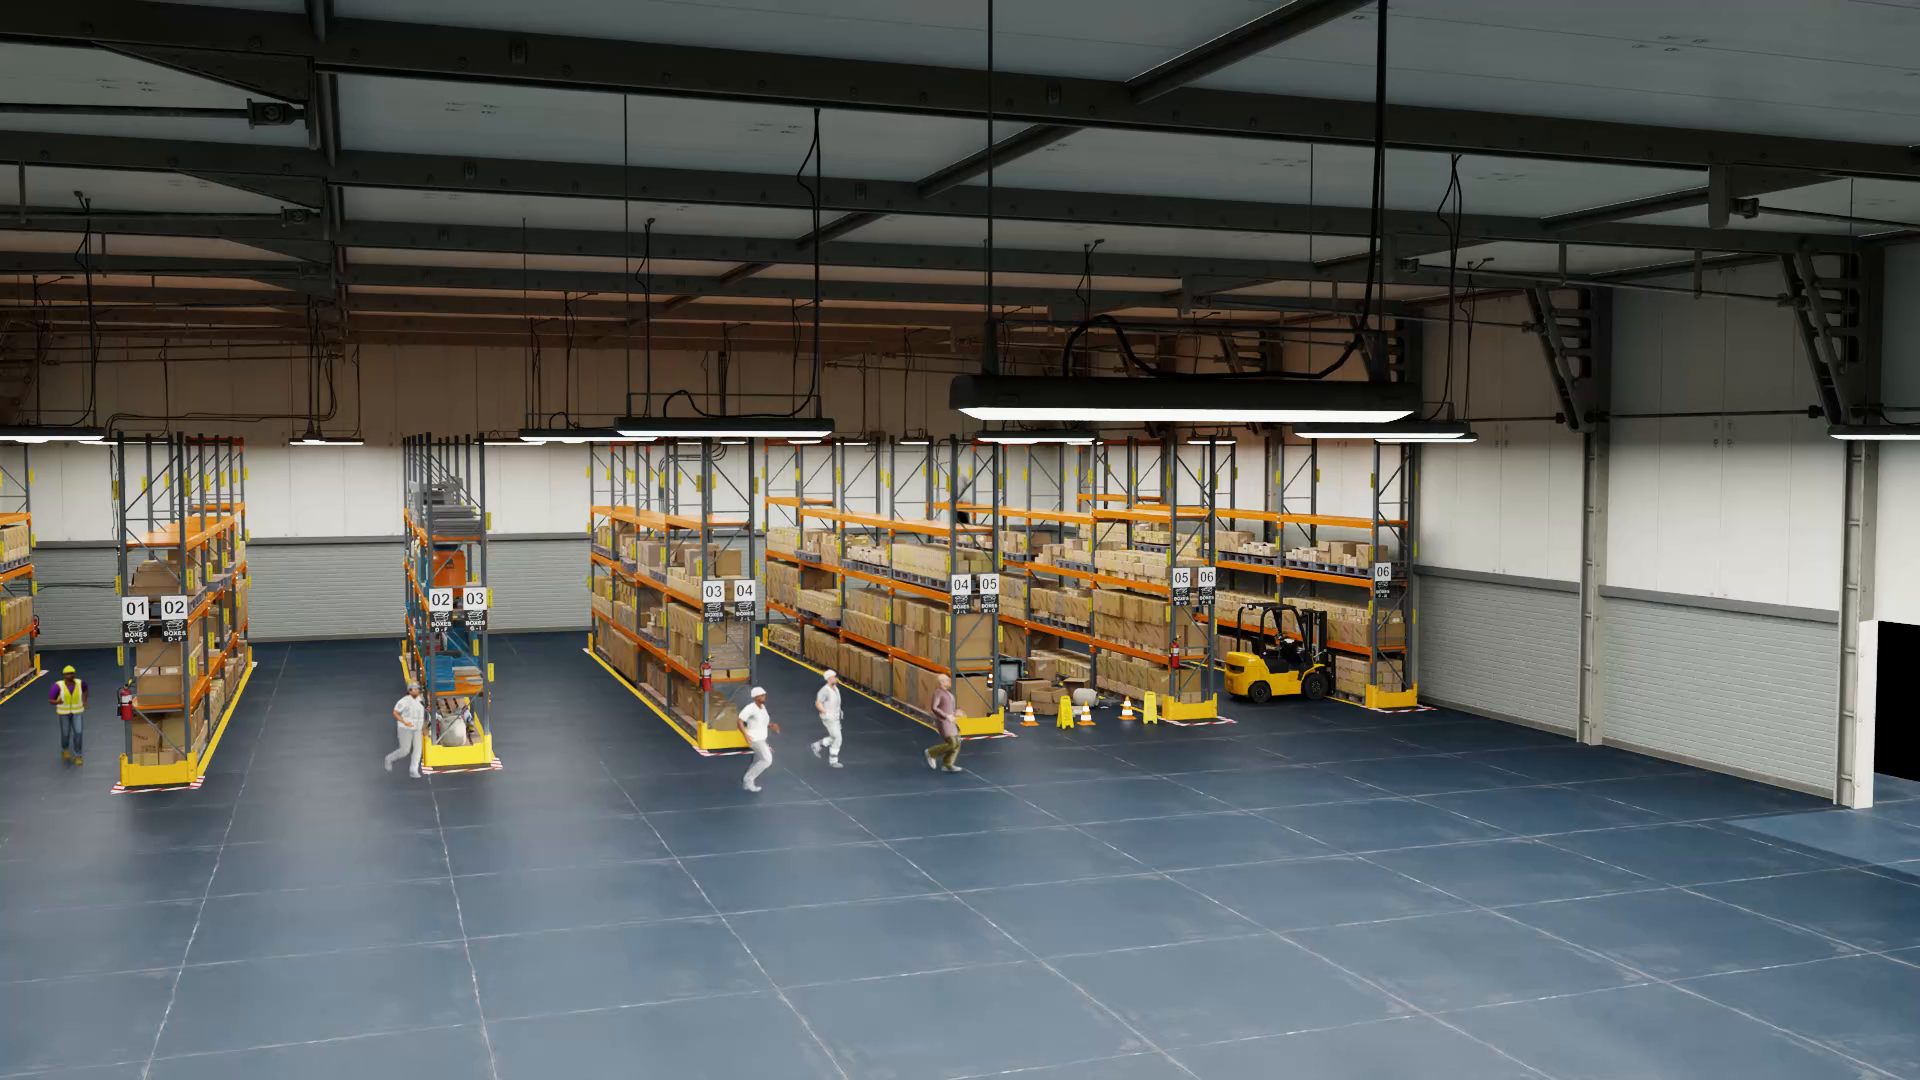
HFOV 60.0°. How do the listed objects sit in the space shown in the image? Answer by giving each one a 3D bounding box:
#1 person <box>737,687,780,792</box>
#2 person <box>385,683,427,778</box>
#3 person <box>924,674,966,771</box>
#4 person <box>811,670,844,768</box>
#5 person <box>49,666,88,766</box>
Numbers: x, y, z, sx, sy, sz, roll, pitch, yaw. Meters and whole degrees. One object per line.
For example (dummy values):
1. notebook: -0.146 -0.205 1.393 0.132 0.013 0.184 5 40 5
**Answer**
1. person: -3.328 3.312 27.667 0.612 1.733 0.704 1 3 10
2. person: -9.580 3.304 29.049 0.817 1.619 0.671 2 4 32
3. person: -0.278 3.226 29.368 0.668 1.724 0.710 1 3 17
4. person: -2.391 3.197 29.865 0.693 1.748 0.684 1 3 19
5. person: -16.139 3.153 30.131 0.645 1.781 0.935 -2 4 -33
